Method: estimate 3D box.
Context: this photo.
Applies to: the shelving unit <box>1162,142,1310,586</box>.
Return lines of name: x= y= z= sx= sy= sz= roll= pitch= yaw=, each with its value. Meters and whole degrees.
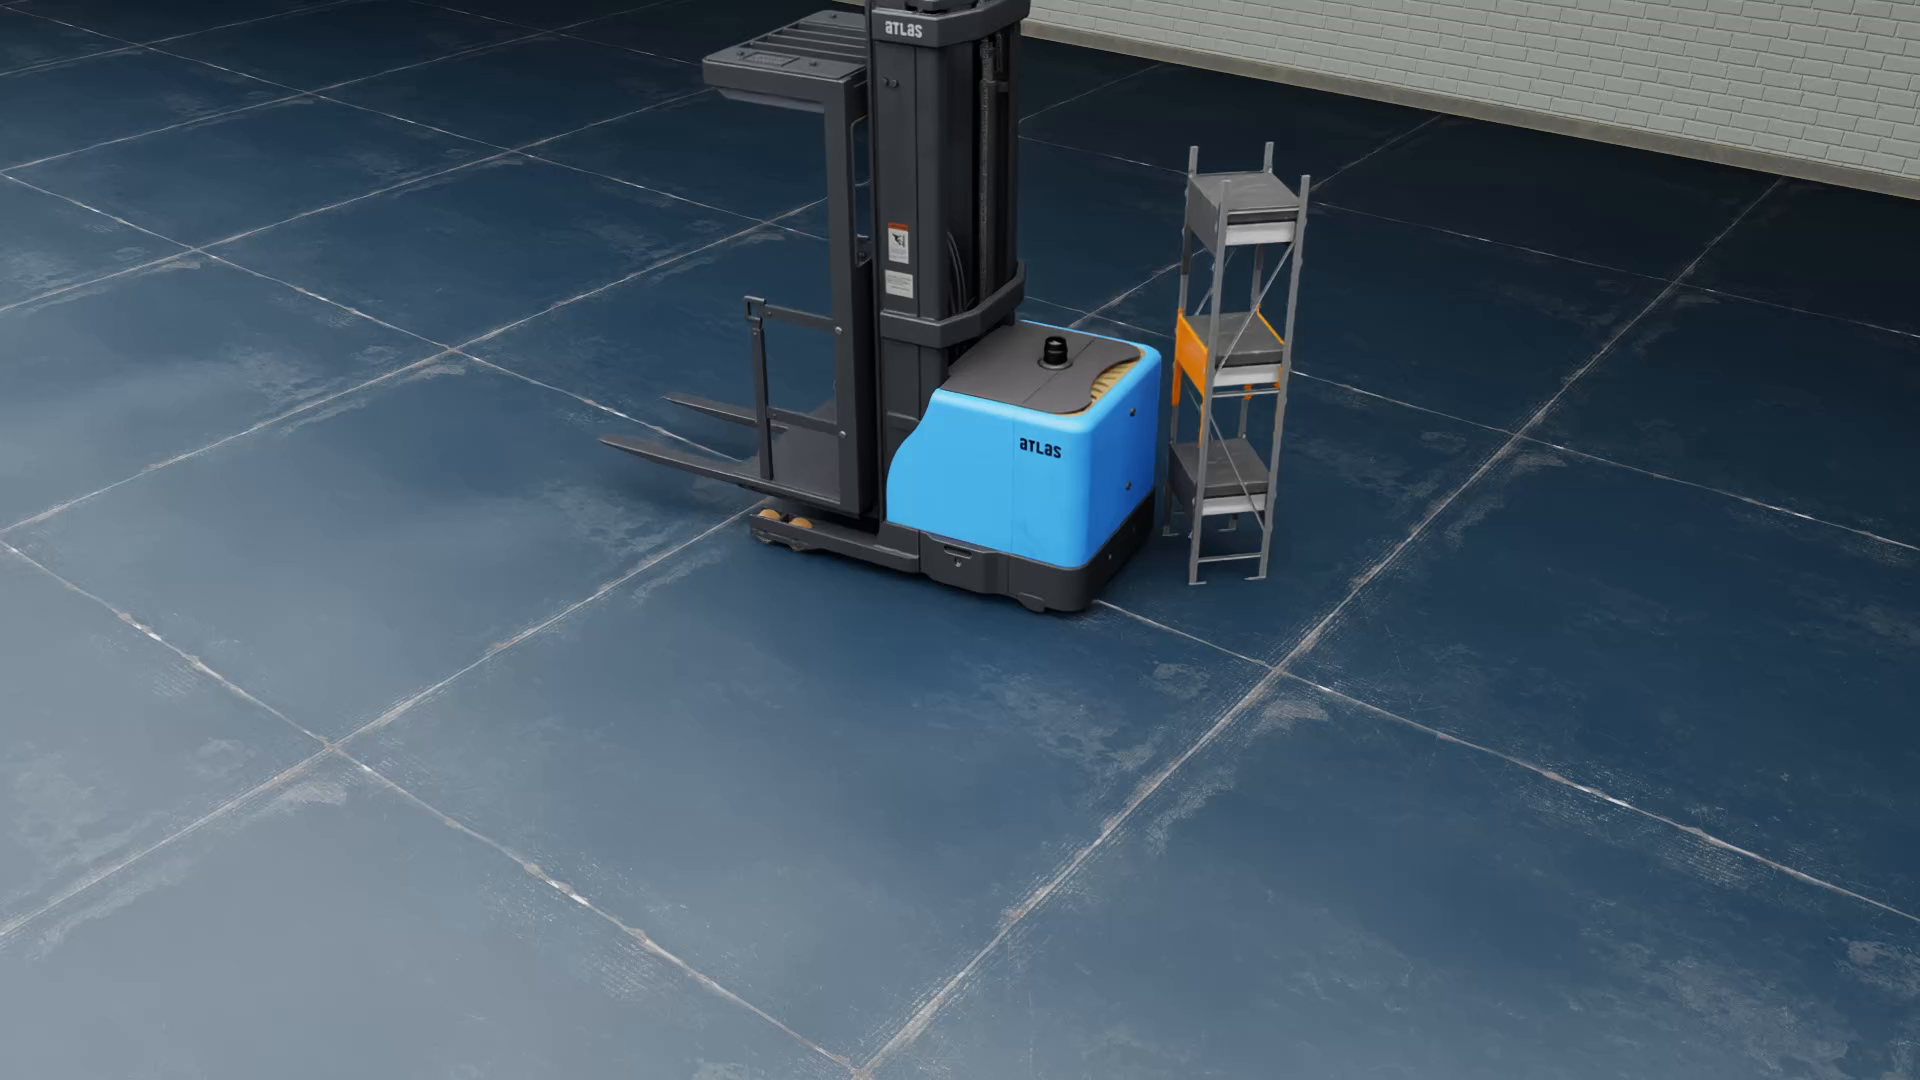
shelving unit: x=1.307 y=-0.813 z=8.063 sx=0.431 sy=2.100 sz=0.503 roll=-5 pitch=31 yaw=-8

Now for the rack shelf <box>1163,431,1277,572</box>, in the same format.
rack shelf: x=1.307 y=-0.199 z=8.427 sx=0.431 sy=0.518 sz=0.480 roll=-5 pitch=31 yaw=-8

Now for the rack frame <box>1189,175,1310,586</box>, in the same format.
rack frame: x=1.349 y=-0.691 z=7.856 sx=0.400 sy=2.100 sz=0.015 roll=-5 pitch=31 yaw=-8

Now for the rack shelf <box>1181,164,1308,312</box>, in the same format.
rack shelf: x=1.307 y=-1.404 z=7.713 sx=0.431 sy=0.518 sz=0.480 roll=-5 pitch=31 yaw=-8

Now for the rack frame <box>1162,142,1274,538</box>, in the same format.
rack frame: x=1.265 y=-0.936 z=8.270 sx=0.400 sy=2.100 sz=0.015 roll=-5 pitch=31 yaw=-8

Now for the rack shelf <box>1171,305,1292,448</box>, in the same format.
rack shelf: x=1.307 y=-0.802 z=8.070 sx=0.431 sy=0.518 sz=0.480 roll=-5 pitch=31 yaw=-8

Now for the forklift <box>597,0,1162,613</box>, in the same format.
forklift: x=-0.529 y=-1.428 z=8.285 sx=3.031 sy=2.935 sz=1.130 roll=15 pitch=34 yaw=23
